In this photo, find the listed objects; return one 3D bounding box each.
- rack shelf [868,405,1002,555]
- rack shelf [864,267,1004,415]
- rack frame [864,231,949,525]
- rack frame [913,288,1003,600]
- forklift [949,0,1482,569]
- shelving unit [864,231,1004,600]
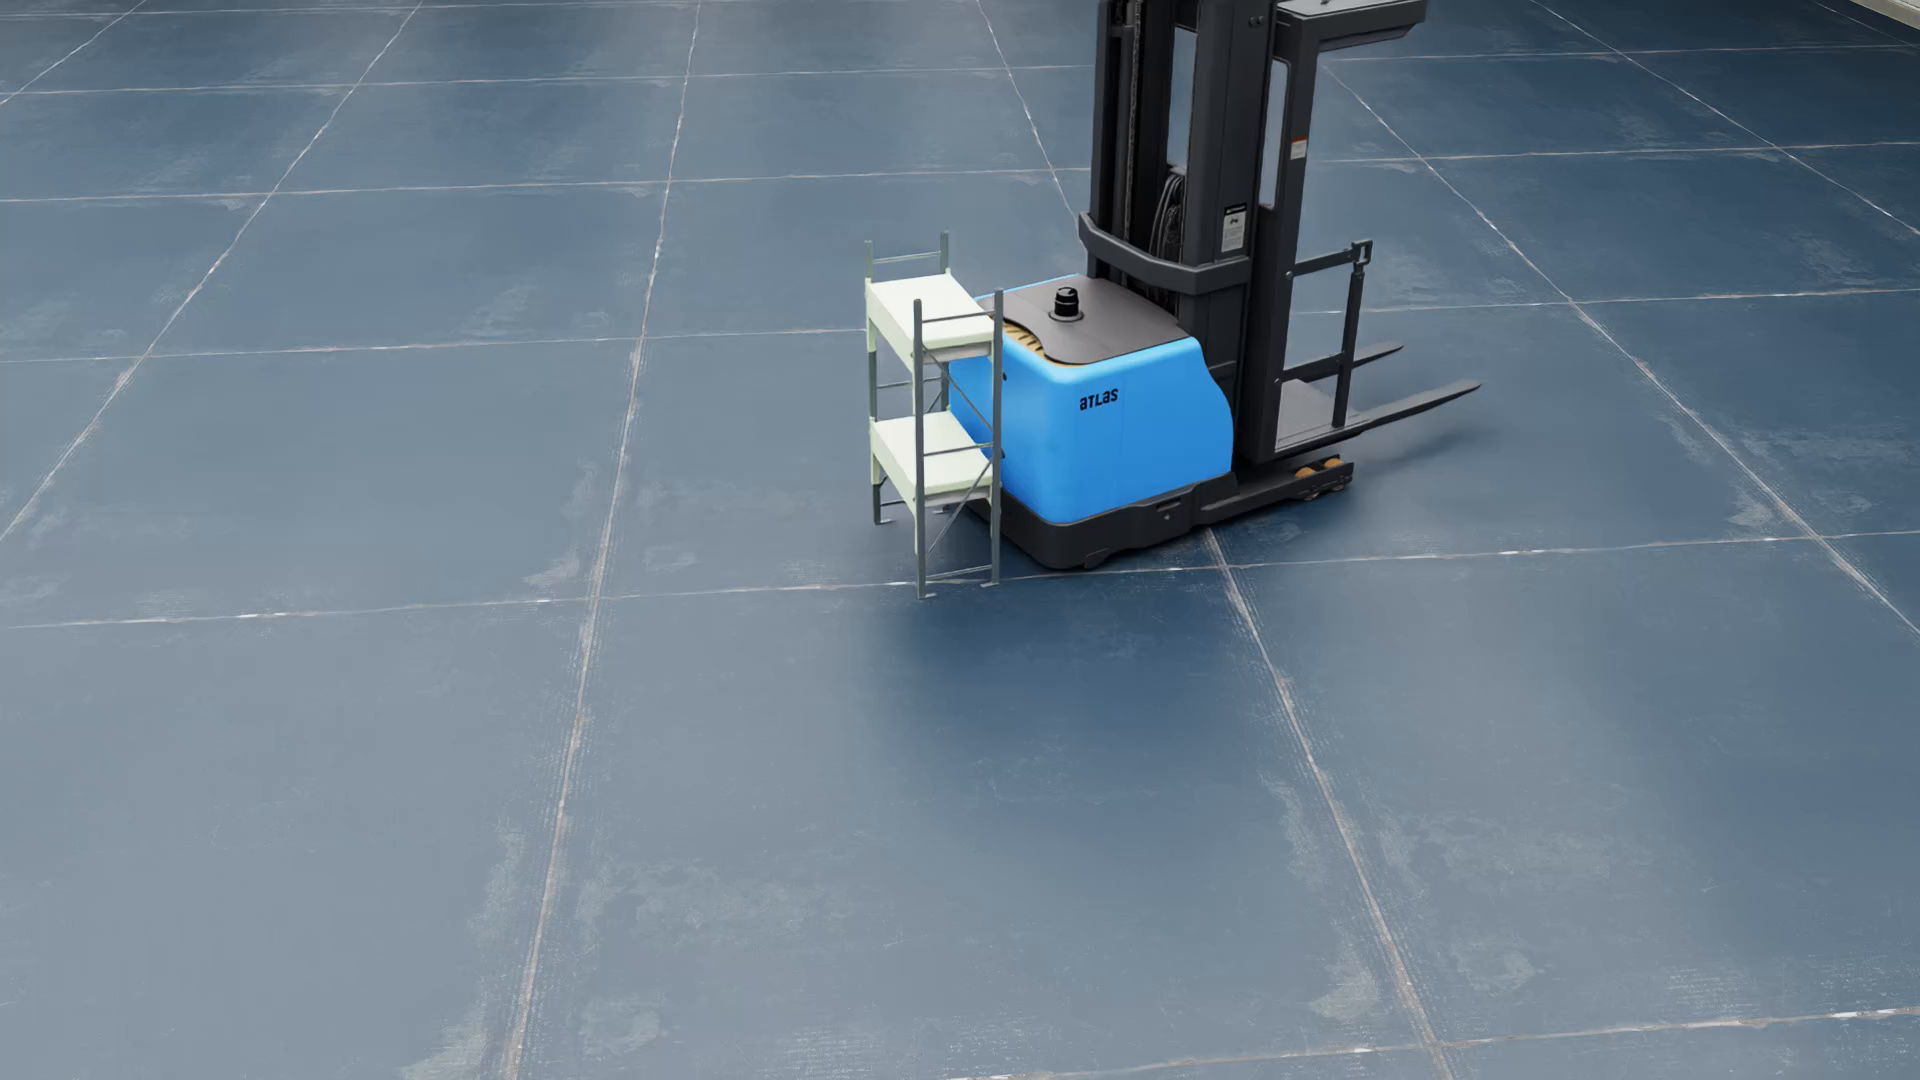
[{"bbox_3d":[-0.127,-0.299,7.924,0.431,0.370,0.720,-10,32,-16],"label":"rack shelf"},{"bbox_3d":[-0.127,-0.914,7.556,0.431,0.370,0.720,-10,32,-16],"label":"rack shelf"},{"bbox_3d":[-0.246,-0.756,8.054,0.400,1.500,0.023,-10,32,-16],"label":"rack frame"},{"bbox_3d":[-0.007,-0.402,7.460,0.400,1.500,0.023,-10,32,-16],"label":"rack frame"},{"bbox_3d":[1.452,-1.675,8.197,3.031,2.935,1.130,-18,35,-27],"label":"forklift"},{"bbox_3d":[-0.127,-0.579,7.757,0.431,1.500,0.755,-10,32,-16],"label":"shelving unit"}]
